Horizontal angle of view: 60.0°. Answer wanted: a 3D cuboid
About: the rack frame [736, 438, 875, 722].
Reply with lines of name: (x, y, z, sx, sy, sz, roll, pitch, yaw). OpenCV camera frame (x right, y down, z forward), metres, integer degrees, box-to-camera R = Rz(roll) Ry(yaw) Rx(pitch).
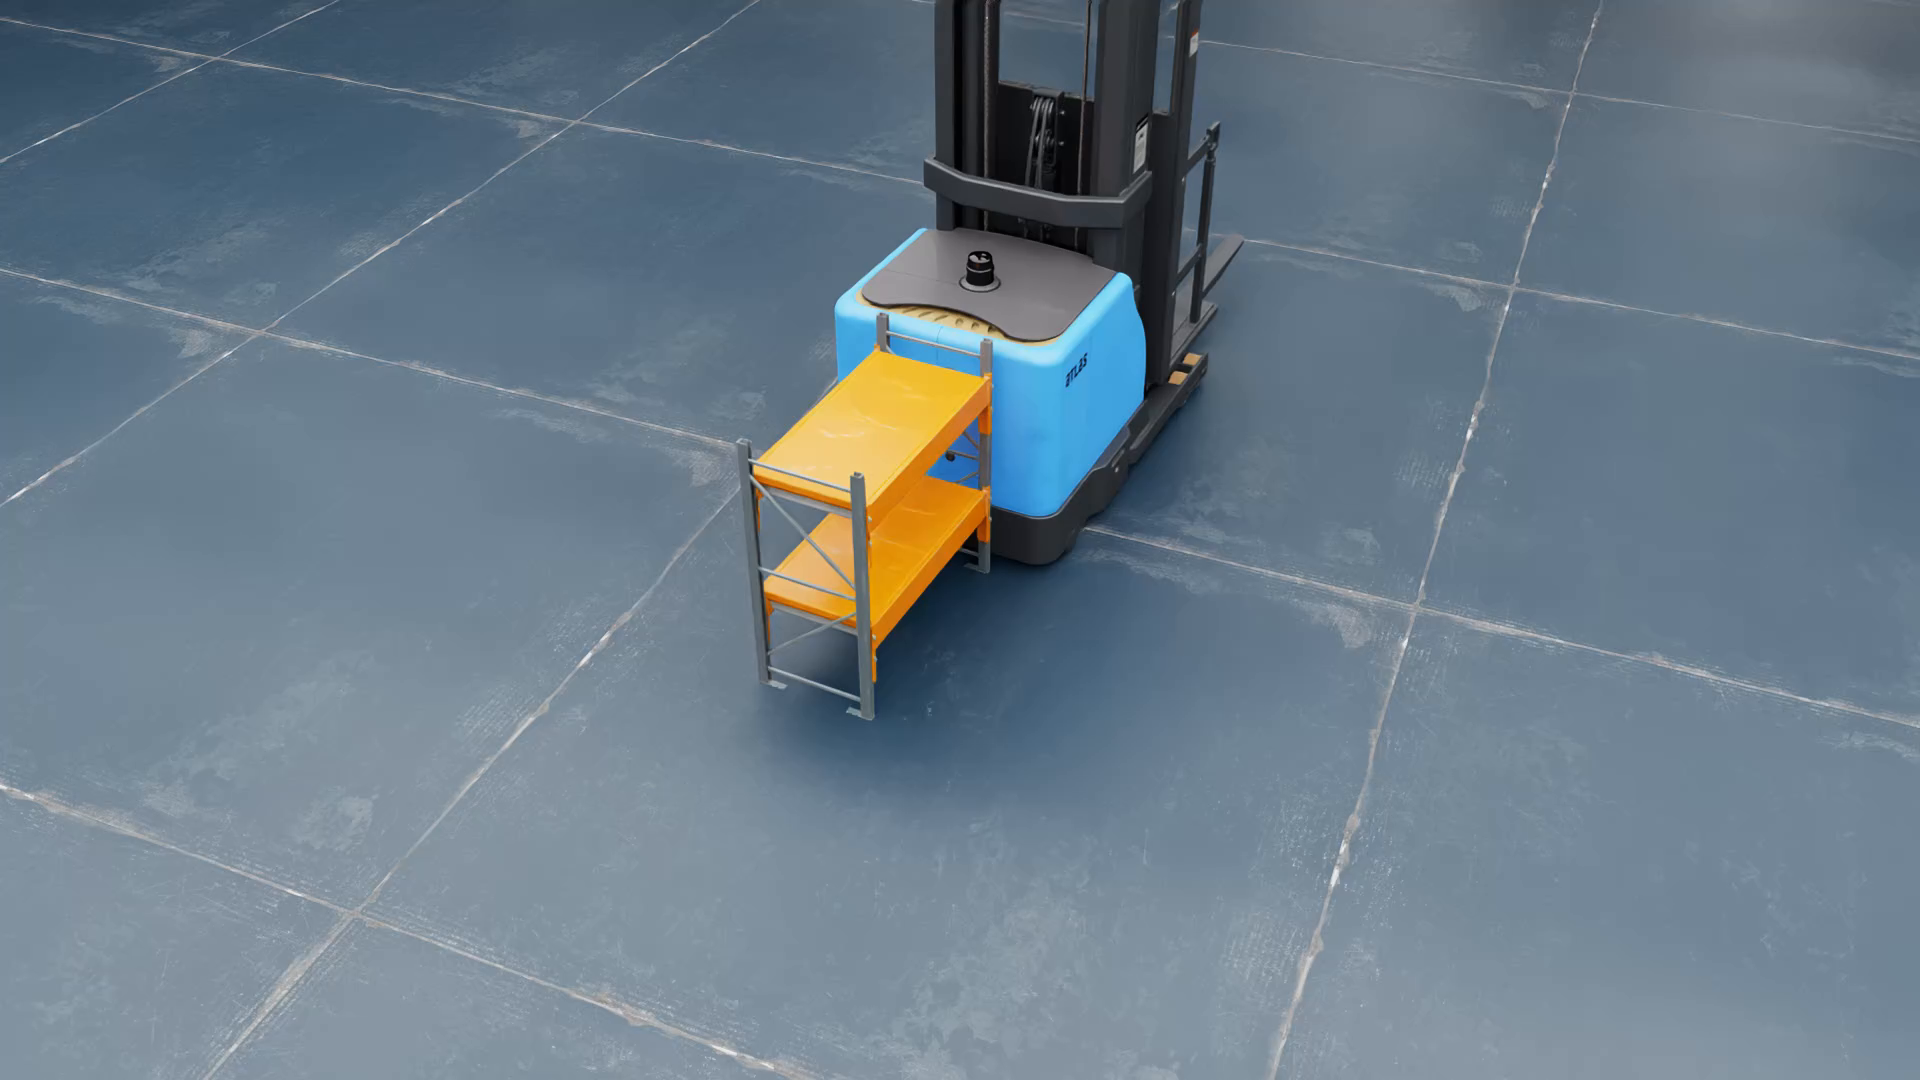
rack frame: (-0.555, 0.166, 6.088, 0.500, 1.125, 0.032, 17, 40, 21)

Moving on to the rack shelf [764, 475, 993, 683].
rack shelf: (-0.328, 0.090, 6.599, 0.538, 0.278, 1.000, 17, 40, 21)

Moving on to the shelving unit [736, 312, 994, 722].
shelving unit: (-0.328, -0.106, 6.453, 0.538, 1.125, 1.048, 17, 40, 21)

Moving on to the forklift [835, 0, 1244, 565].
forklift: (0.581, -1.941, 7.398, 1.130, 2.935, 3.031, 17, 40, 21)

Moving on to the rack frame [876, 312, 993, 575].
rack frame: (-0.101, -0.379, 6.817, 0.500, 1.125, 0.032, 17, 40, 21)

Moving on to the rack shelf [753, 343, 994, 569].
rack shelf: (-0.328, -0.341, 6.277, 0.538, 0.278, 1.000, 17, 40, 21)
